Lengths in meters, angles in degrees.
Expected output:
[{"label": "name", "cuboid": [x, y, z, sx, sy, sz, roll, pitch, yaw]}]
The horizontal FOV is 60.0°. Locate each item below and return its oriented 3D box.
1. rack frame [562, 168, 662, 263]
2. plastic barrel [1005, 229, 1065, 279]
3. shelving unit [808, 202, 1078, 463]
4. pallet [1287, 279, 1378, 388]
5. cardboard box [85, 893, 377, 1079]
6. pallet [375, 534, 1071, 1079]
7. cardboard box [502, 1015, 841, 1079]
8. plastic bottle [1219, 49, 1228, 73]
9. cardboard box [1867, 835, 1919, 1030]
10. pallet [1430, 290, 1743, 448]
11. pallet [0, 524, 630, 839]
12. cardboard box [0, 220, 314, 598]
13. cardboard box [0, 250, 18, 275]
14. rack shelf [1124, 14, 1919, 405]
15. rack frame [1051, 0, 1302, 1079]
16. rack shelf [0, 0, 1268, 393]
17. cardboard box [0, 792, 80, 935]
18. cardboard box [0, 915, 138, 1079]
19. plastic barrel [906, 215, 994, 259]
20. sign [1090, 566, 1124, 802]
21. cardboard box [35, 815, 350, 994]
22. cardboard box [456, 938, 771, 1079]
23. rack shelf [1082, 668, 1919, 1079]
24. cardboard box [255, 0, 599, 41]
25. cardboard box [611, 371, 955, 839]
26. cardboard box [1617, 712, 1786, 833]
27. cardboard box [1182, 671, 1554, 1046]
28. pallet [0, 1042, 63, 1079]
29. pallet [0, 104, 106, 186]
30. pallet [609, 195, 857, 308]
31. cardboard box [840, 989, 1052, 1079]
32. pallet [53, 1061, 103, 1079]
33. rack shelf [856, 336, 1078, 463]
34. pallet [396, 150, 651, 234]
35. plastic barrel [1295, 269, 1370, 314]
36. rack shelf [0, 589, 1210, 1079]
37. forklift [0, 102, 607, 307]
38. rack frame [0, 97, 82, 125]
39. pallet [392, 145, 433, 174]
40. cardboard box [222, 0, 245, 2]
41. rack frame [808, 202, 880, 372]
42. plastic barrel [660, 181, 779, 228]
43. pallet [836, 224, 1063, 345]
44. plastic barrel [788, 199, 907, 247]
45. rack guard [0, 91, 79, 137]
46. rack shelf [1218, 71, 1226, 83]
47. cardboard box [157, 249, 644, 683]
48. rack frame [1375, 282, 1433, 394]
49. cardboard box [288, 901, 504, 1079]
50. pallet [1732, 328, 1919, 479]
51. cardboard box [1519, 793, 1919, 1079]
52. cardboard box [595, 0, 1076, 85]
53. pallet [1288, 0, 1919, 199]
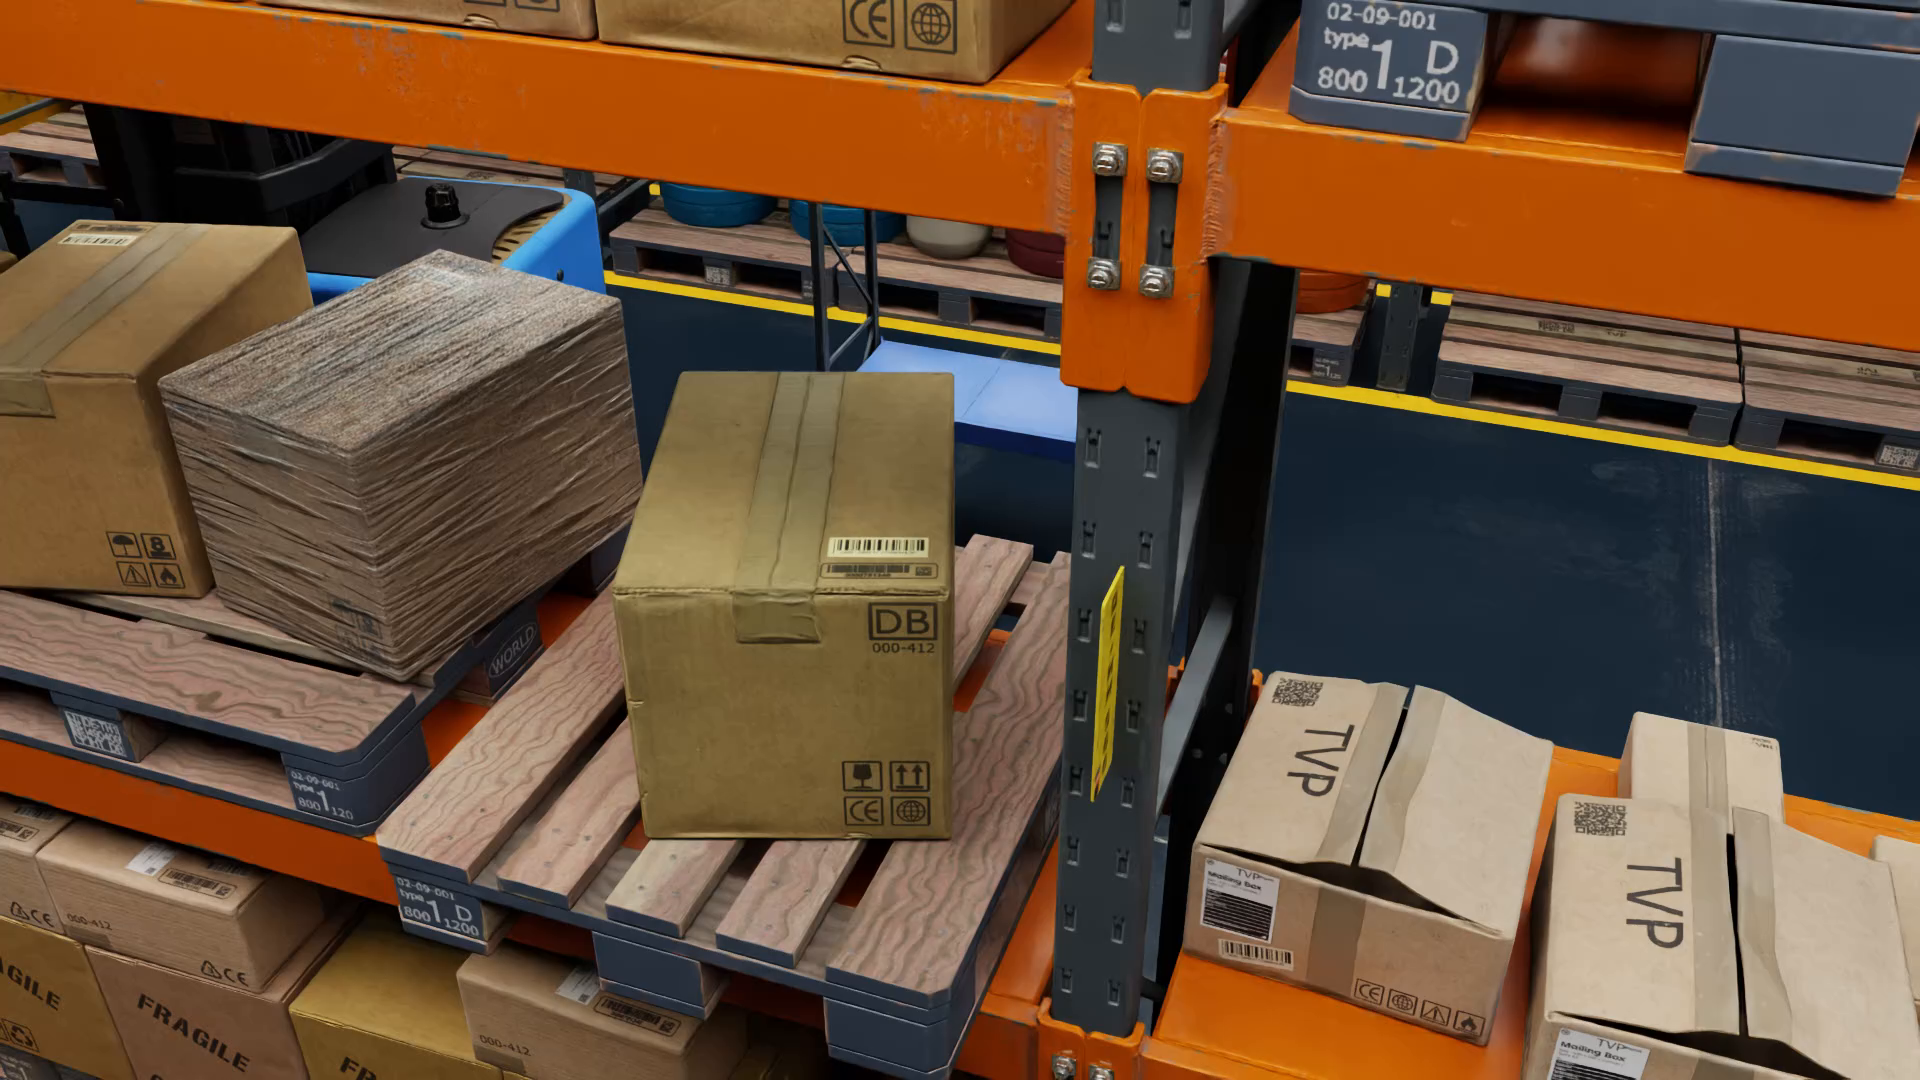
[{"label": "rack frame", "cuboid": [-1.722, -2.894, 7.967, 0.127, 3.000, 1.000, 11, 34, 16]}, {"label": "plastic barrel", "cuboid": [0.514, -1.613, 7.818, 0.708, 0.588, 0.600, 11, 34, 16]}, {"label": "shelving unit", "cuboid": [0.080, -0.614, 5.819, 1.048, 1.500, 0.538, 11, 34, 16]}, {"label": "pallet", "cuboid": [1.287, -1.113, 7.780, 1.213, 0.211, 1.003, 11, 34, 16]}, {"label": "cardboard box", "cuboid": [-1.574, 0.993, 3.845, 0.500, 0.500, 0.500, 10, 34, 15]}, {"label": "pallet", "cuboid": [-0.293, 0.359, 3.105, 1.003, 0.211, 1.213, 11, 34, 16]}, {"label": "cardboard box", "cuboid": [-0.591, 1.181, 3.555, 0.500, 0.500, 0.500, 12, 35, 18]}, {"label": "plastic bottle", "cuboid": [1.107, -2.025, 6.804, 0.097, 0.201, 0.097, 0, 33, 0]}, {"label": "cardboard box", "cuboid": [1.588, 0.677, 2.668, 0.250, 0.149, 0.380, 14, 35, 20]}, {"label": "pallet", "cuboid": [2.760, -0.829, 7.339, 1.213, 0.211, 1.003, 11, 34, 16]}, {"label": "pallet", "cuboid": [-1.463, 0.094, 3.516, 1.213, 0.211, 1.003, 11, 34, 16]}, {"label": "cardboard box", "cuboid": [-1.713, -0.292, 3.457, 0.500, 0.500, 0.700, 3, 33, 4]}, {"label": "cardboard box", "cuboid": [-2.357, -0.289, 3.453, 0.500, 0.500, 0.700, 17, 36, 24]}, {"label": "rack shelf", "cuboid": [2.252, -0.225, 1.731, 4.000, 0.370, 1.077, 11, 34, 16]}, {"label": "rack frame", "cuboid": [0.368, 0.368, 2.914, 0.053, 2.616, 0.949, 11, 34, 16]}, {"label": "rack shelf", "cuboid": [-1.514, -0.957, 2.865, 4.000, 0.370, 1.077, 11, 34, 16]}, {"label": "cardboard box", "cuboid": [-2.082, 0.581, 3.792, 0.500, 0.250, 0.500, 11, 34, 17]}, {"label": "cardboard box", "cuboid": [-2.050, 0.900, 3.989, 0.500, 0.500, 0.500, 11, 35, 17]}, {"label": "plastic barrel", "cuboid": [-0.048, -1.638, 7.928, 0.421, 0.512, 0.421, 0, 33, 0]}, {"label": "sign", "cuboid": [0.195, 0.192, 2.192, 0.005, 0.325, 0.100, 11, 34, 16]}, {"label": "cardboard box", "cuboid": [-1.610, 0.673, 3.651, 0.500, 0.250, 0.500, 10, 34, 16]}, {"label": "cardboard box", "cuboid": [-0.645, 0.858, 3.364, 0.500, 0.250, 0.500, 12, 35, 18]}, {"label": "rack shelf", "cuboid": [2.252, 1.035, 2.545, 4.000, 0.370, 1.077, 11, 34, 16]}, {"label": "cardboard box", "cuboid": [-0.533, -1.091, 2.317, 0.500, 0.500, 0.910, 11, 34, 16]}, {"label": "cardboard box", "cuboid": [-0.262, 0.091, 2.865, 0.500, 0.500, 0.700, 0, 33, 0]}, {"label": "cardboard box", "cuboid": [1.309, 0.496, 2.948, 0.250, 0.149, 0.380, 11, 34, 16]}, {"label": "cardboard box", "cuboid": [0.697, 0.493, 2.803, 0.500, 0.311, 0.500, 13, 35, 19]}, {"label": "pallet", "cuboid": [-2.618, 0.936, 4.606, 1.213, 0.211, 1.003, 11, 34, 16]}, {"label": "pallet", "cuboid": [-4.724, -2.284, 9.592, 1.213, 0.211, 1.003, 11, 34, 16]}, {"label": "pallet", "cuboid": [-1.010, -1.560, 8.471, 1.213, 0.211, 1.003, 11, 34, 16]}, {"label": "cardboard box", "cuboid": [0.037, 1.003, 3.830, 0.500, 0.500, 0.500, 12, 35, 18]}, {"label": "pallet", "cuboid": [-1.466, 1.158, 4.262, 1.213, 0.211, 1.003, 11, 34, 16]}, {"label": "rack shelf", "cuboid": [0.080, -0.463, 5.917, 1.000, 0.185, 0.538, 11, 34, 16]}, {"label": "pallet", "cuboid": [-2.427, -1.837, 8.901, 1.213, 0.211, 1.003, 11, 34, 16]}, {"label": "plastic barrel", "cuboid": [1.577, -1.507, 7.433, 0.708, 0.830, 0.600, 11, 34, 16]}, {"label": "rack shelf", "cuboid": [-1.514, 0.303, 3.679, 4.000, 0.370, 1.077, 11, 34, 16]}, {"label": "forklift", "cuboid": [-2.946, -1.584, 6.001, 3.031, 2.935, 1.130, 7, 33, 10]}, {"label": "rack frame", "cuboid": [-5.487, -3.626, 9.100, 0.127, 3.000, 1.000, 11, 34, 16]}, {"label": "pallet", "cuboid": [-3.580, -2.059, 9.245, 1.213, 0.211, 1.003, 11, 34, 16]}, {"label": "cardboard box", "cuboid": [-1.023, -1.187, 2.465, 0.500, 0.500, 0.910, 11, 34, 16]}, {"label": "rack frame", "cuboid": [-0.398, -0.708, 5.963, 0.032, 1.500, 0.500, 11, 34, 16]}, {"label": "plastic barrel", "cuboid": [-1.216, -2.080, 8.254, 0.708, 0.901, 0.600, 11, 34, 16]}, {"label": "pallet", "cuboid": [0.143, -1.337, 8.127, 1.213, 0.211, 1.003, 11, 34, 16]}, {"label": "plastic barrel", "cuboid": [-0.549, -1.951, 8.054, 0.708, 0.901, 0.600, 11, 34, 16]}, {"label": "rack guard", "cuboid": [-5.514, -2.573, 9.775, 0.348, 0.500, 1.175, 11, 34, 16]}, {"label": "rack shelf", "cuboid": [0.161, -2.226, 7.595, 4.000, 0.370, 1.077, 11, 34, 16]}, {"label": "cardboard box", "cuboid": [-1.058, -0.174, 3.275, 0.500, 0.500, 0.700, 18, 37, 25]}, {"label": "rack frame", "cuboid": [2.044, -2.162, 6.833, 0.127, 3.000, 1.000, 11, 34, 16]}, {"label": "cardboard box", "cuboid": [-1.078, 1.086, 3.702, 0.500, 0.500, 0.500, 10, 34, 15]}, {"label": "pallet", "cuboid": [3.904, -0.605, 6.992, 1.213, 0.211, 1.003, 11, 34, 16]}, {"label": "cardboard box", "cuboid": [1.146, 0.667, 2.534, 0.500, 0.311, 0.500, 11, 34, 16]}, {"label": "cardboard box", "cuboid": [-0.053, -0.998, 2.173, 0.500, 0.500, 0.910, 11, 34, 16]}, {"label": "pallet", "cuboid": [1.038, -0.736, 2.033, 1.003, 0.211, 1.213, 13, 35, 19]}]
